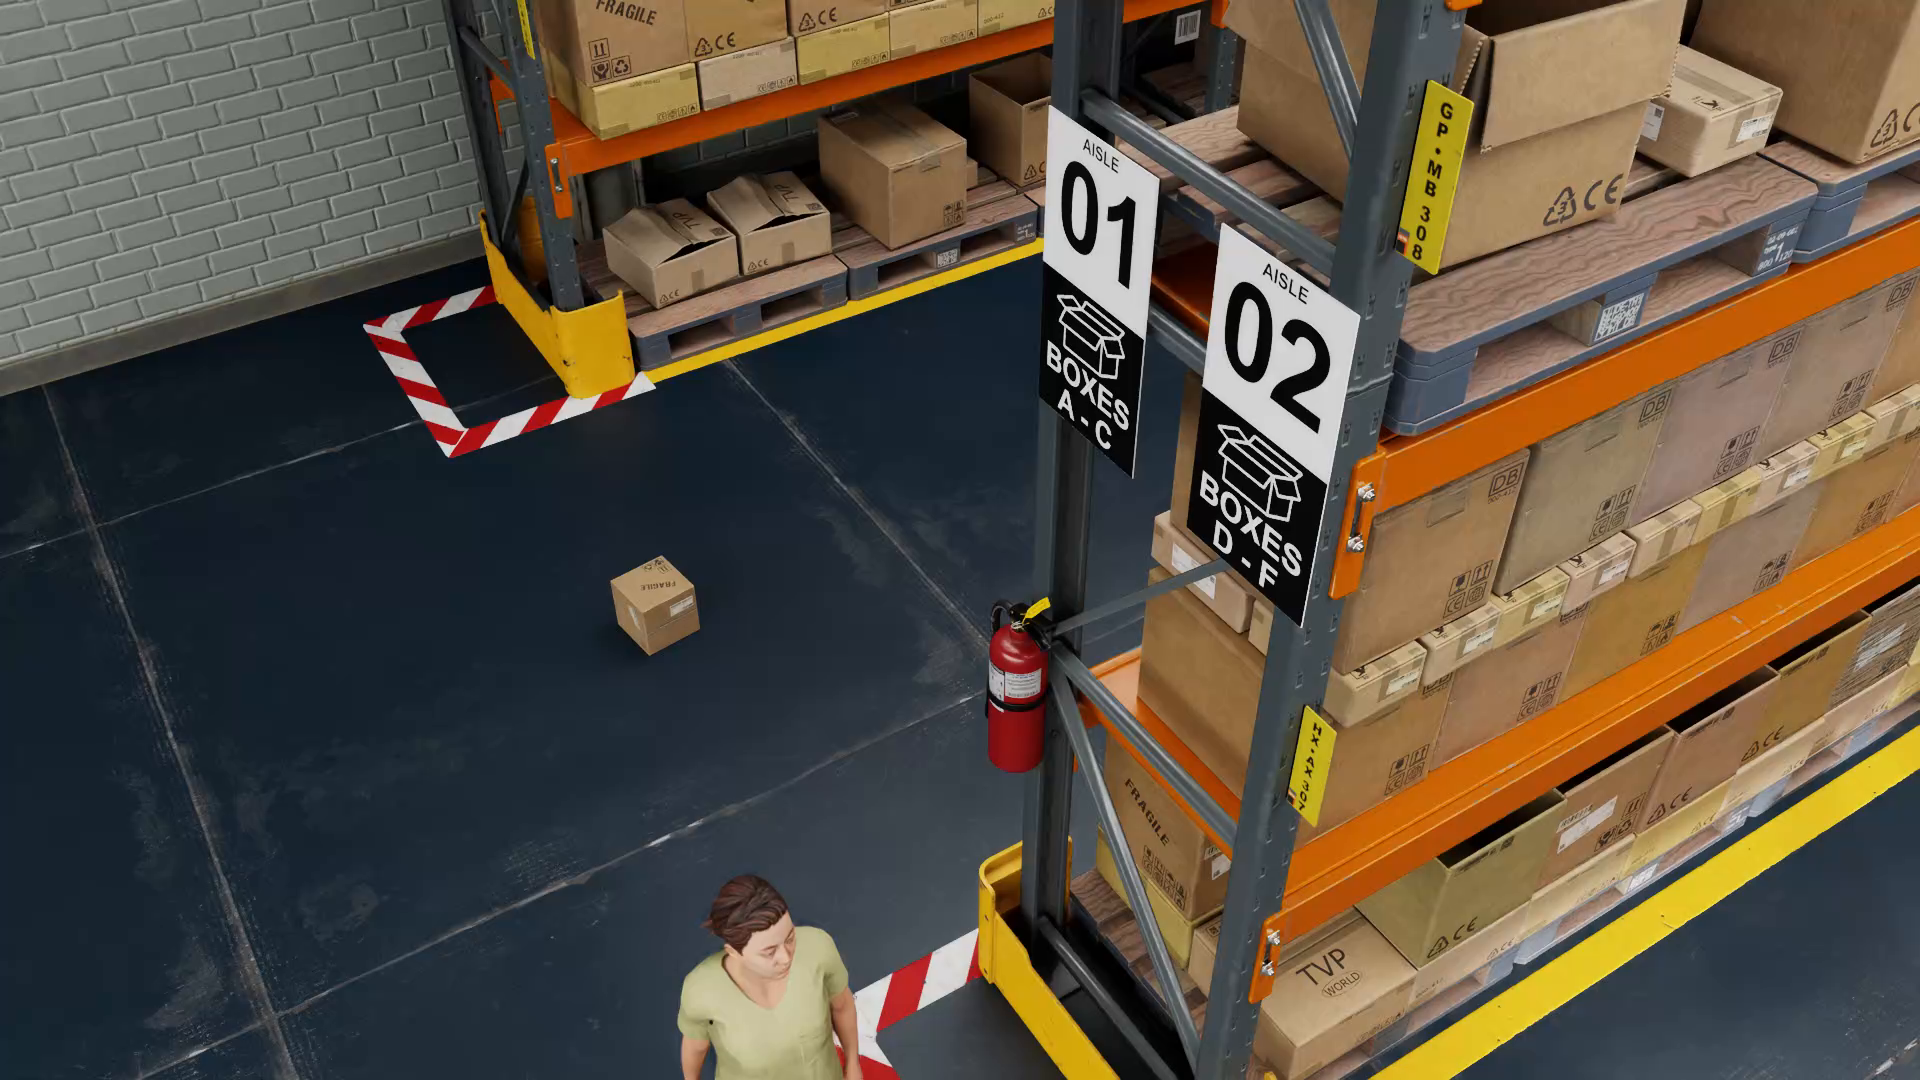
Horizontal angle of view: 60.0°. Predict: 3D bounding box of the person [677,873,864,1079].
[{"bbox_3d":[-0.488,1.465,4.473,0.473,1.630,0.942,-18,44,-19],"label":"person"}]
